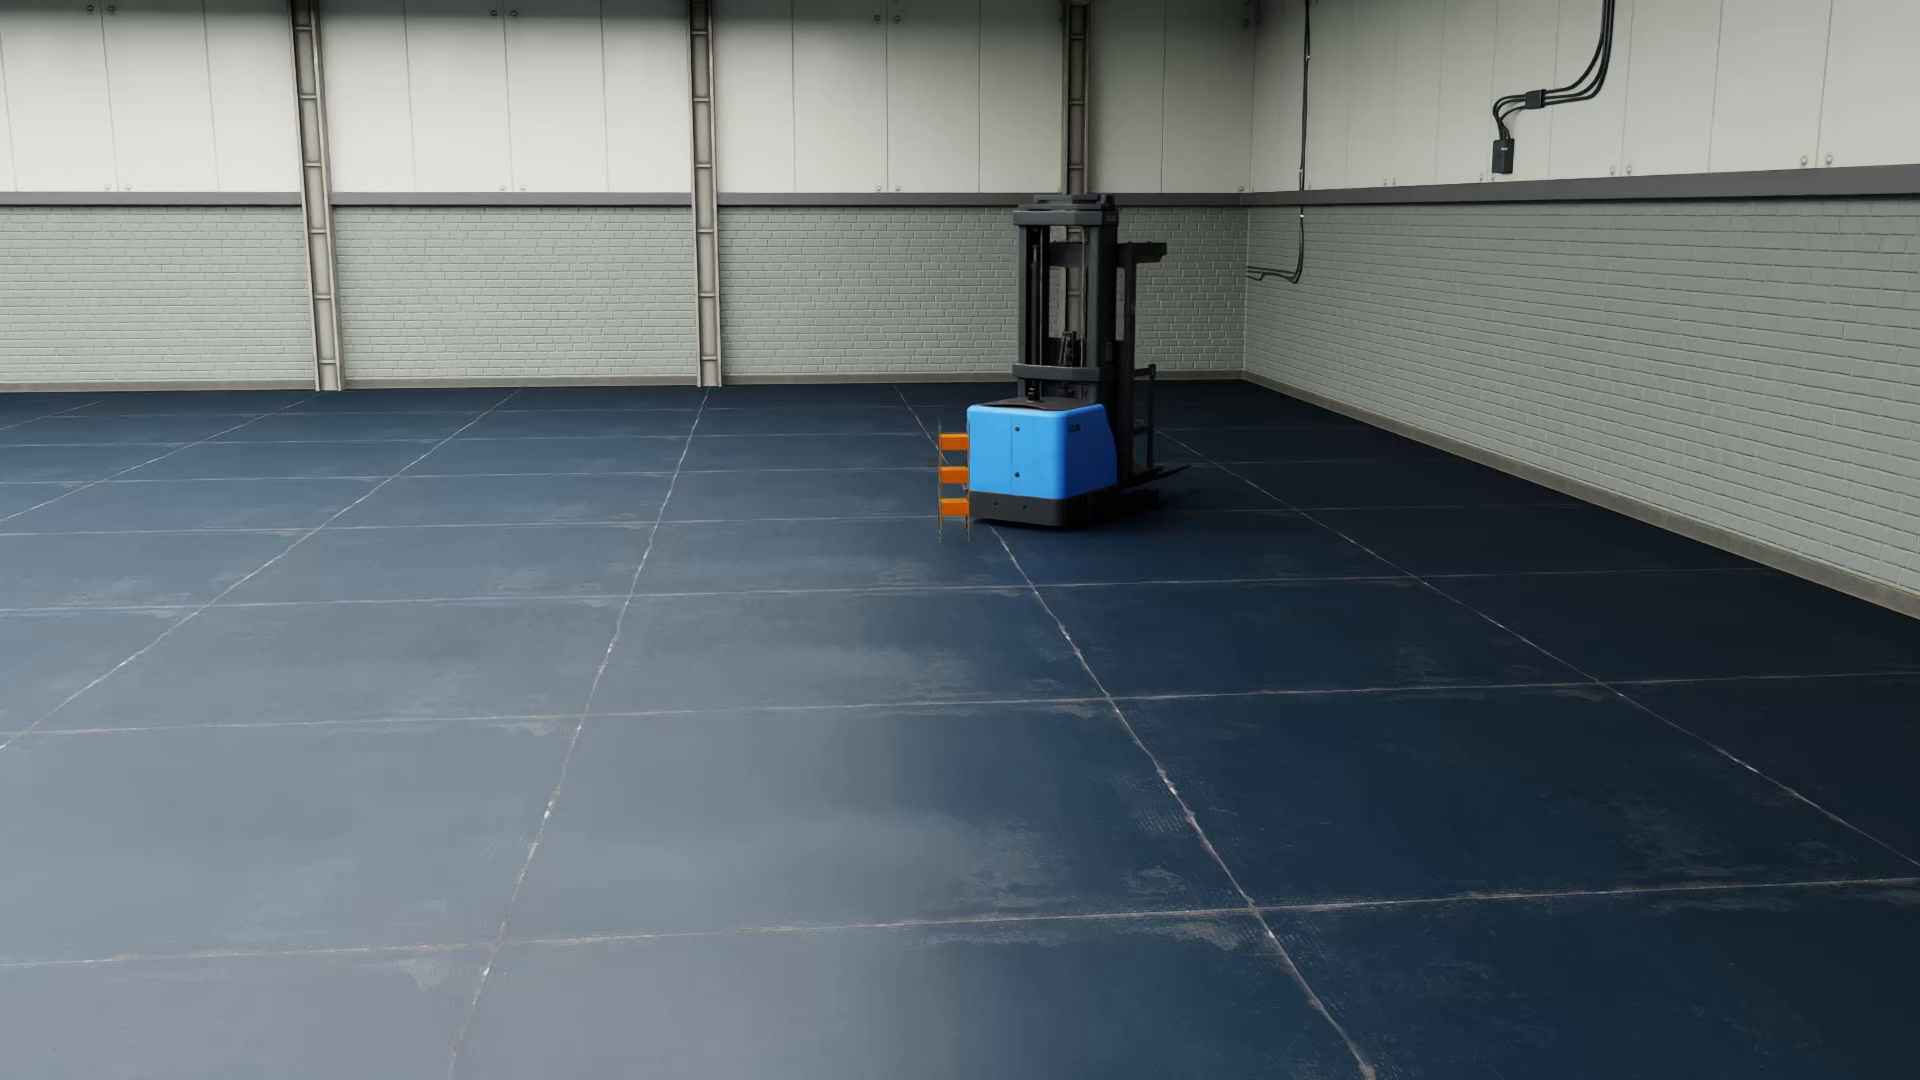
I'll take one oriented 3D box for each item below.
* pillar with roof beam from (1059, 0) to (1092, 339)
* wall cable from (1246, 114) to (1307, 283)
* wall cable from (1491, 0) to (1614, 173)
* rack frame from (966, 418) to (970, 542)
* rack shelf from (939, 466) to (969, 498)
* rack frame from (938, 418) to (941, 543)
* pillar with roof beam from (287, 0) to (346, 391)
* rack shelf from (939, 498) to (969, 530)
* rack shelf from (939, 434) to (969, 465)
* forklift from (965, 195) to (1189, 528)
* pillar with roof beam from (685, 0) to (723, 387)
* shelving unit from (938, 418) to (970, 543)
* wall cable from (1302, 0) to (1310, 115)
[{"bbox_3d":[2.336,-6.244,22.799,0.548,9.000,9.100,-1,11,-6],"label":"pillar with roof beam"},{"bbox_3d":[4.943,-5.353,26.320,0.112,2.526,3.097,-1,11,-6],"label":"wall cable"},{"bbox_3d":[5.952,-6.725,16.430,0.169,6.003,2.305,-1,11,-6],"label":"wall cable"},{"bbox_3d":[0.068,-0.517,14.274,0.008,1.050,0.200,-1,11,-6],"label":"rack frame"},{"bbox_3d":[-0.053,-0.504,14.263,0.240,0.259,0.215,-1,11,-6],"label":"rack shelf"},{"bbox_3d":[-0.174,-0.511,14.248,0.008,1.050,0.200,-1,11,-6],"label":"rack frame"},{"bbox_3d":[-9.594,-5.994,21.527,0.400,9.000,9.100,-1,11,-6],"label":"pillar with roof beam"},{"bbox_3d":[-0.053,-0.231,14.317,0.240,0.259,0.215,-1,11,-6],"label":"rack shelf"},{"bbox_3d":[-0.053,-0.782,14.208,0.240,0.259,0.215,-1,11,-6],"label":"rack shelf"},{"bbox_3d":[1.267,-1.781,15.827,1.130,2.935,3.031,7,13,32],"label":"forklift"},{"bbox_3d":[-3.629,-6.119,22.163,0.548,9.000,9.100,-1,11,-6],"label":"pillar with roof beam"},{"bbox_3d":[-0.053,-0.514,14.261,0.252,1.050,0.215,-1,11,-6],"label":"shelving unit"},{"bbox_3d":[5.235,-7.313,23.194,0.112,2.526,3.097,-1,11,-6],"label":"wall cable"}]
